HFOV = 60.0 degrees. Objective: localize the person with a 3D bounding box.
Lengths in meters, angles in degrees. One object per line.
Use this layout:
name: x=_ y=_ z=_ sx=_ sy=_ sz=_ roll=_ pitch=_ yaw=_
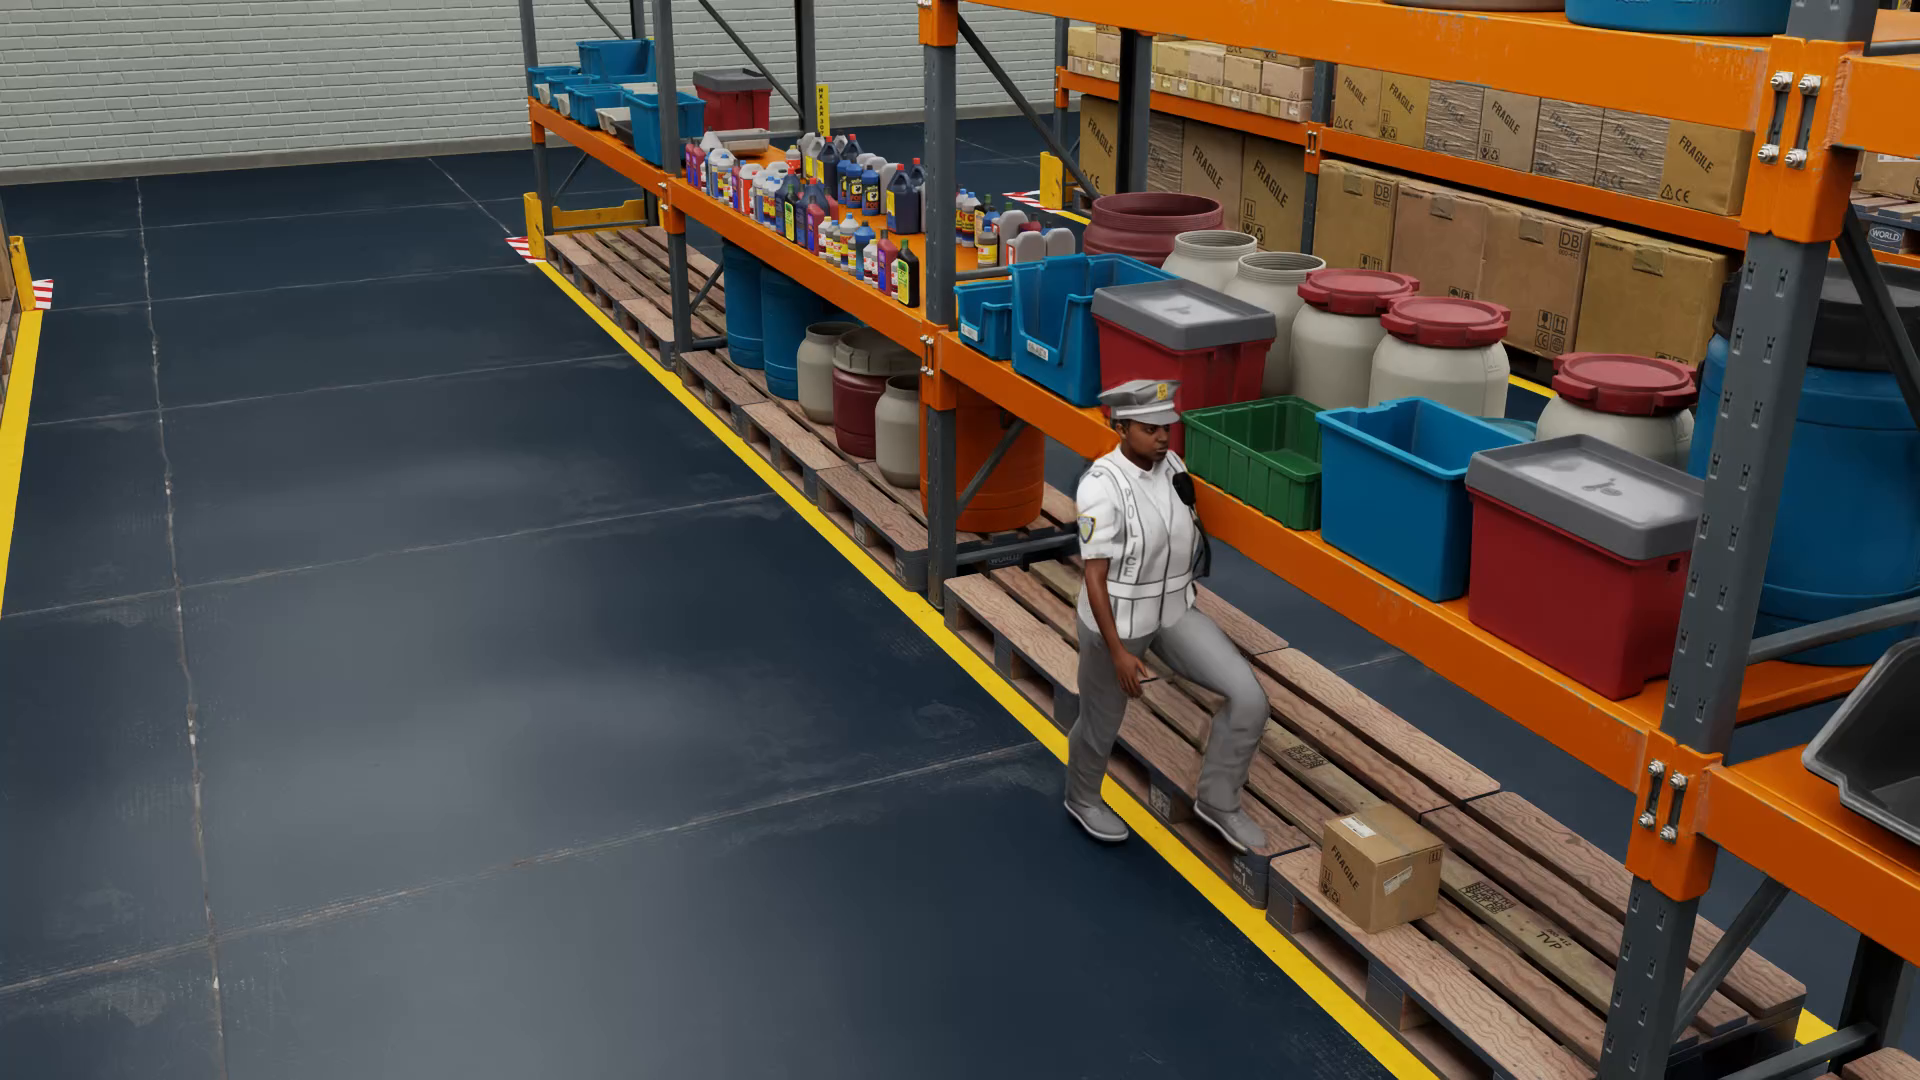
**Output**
person: x=0.627 y=0.295 z=5.305 sx=0.488 sy=1.660 sz=0.780 roll=-13 pitch=26 yaw=-29
